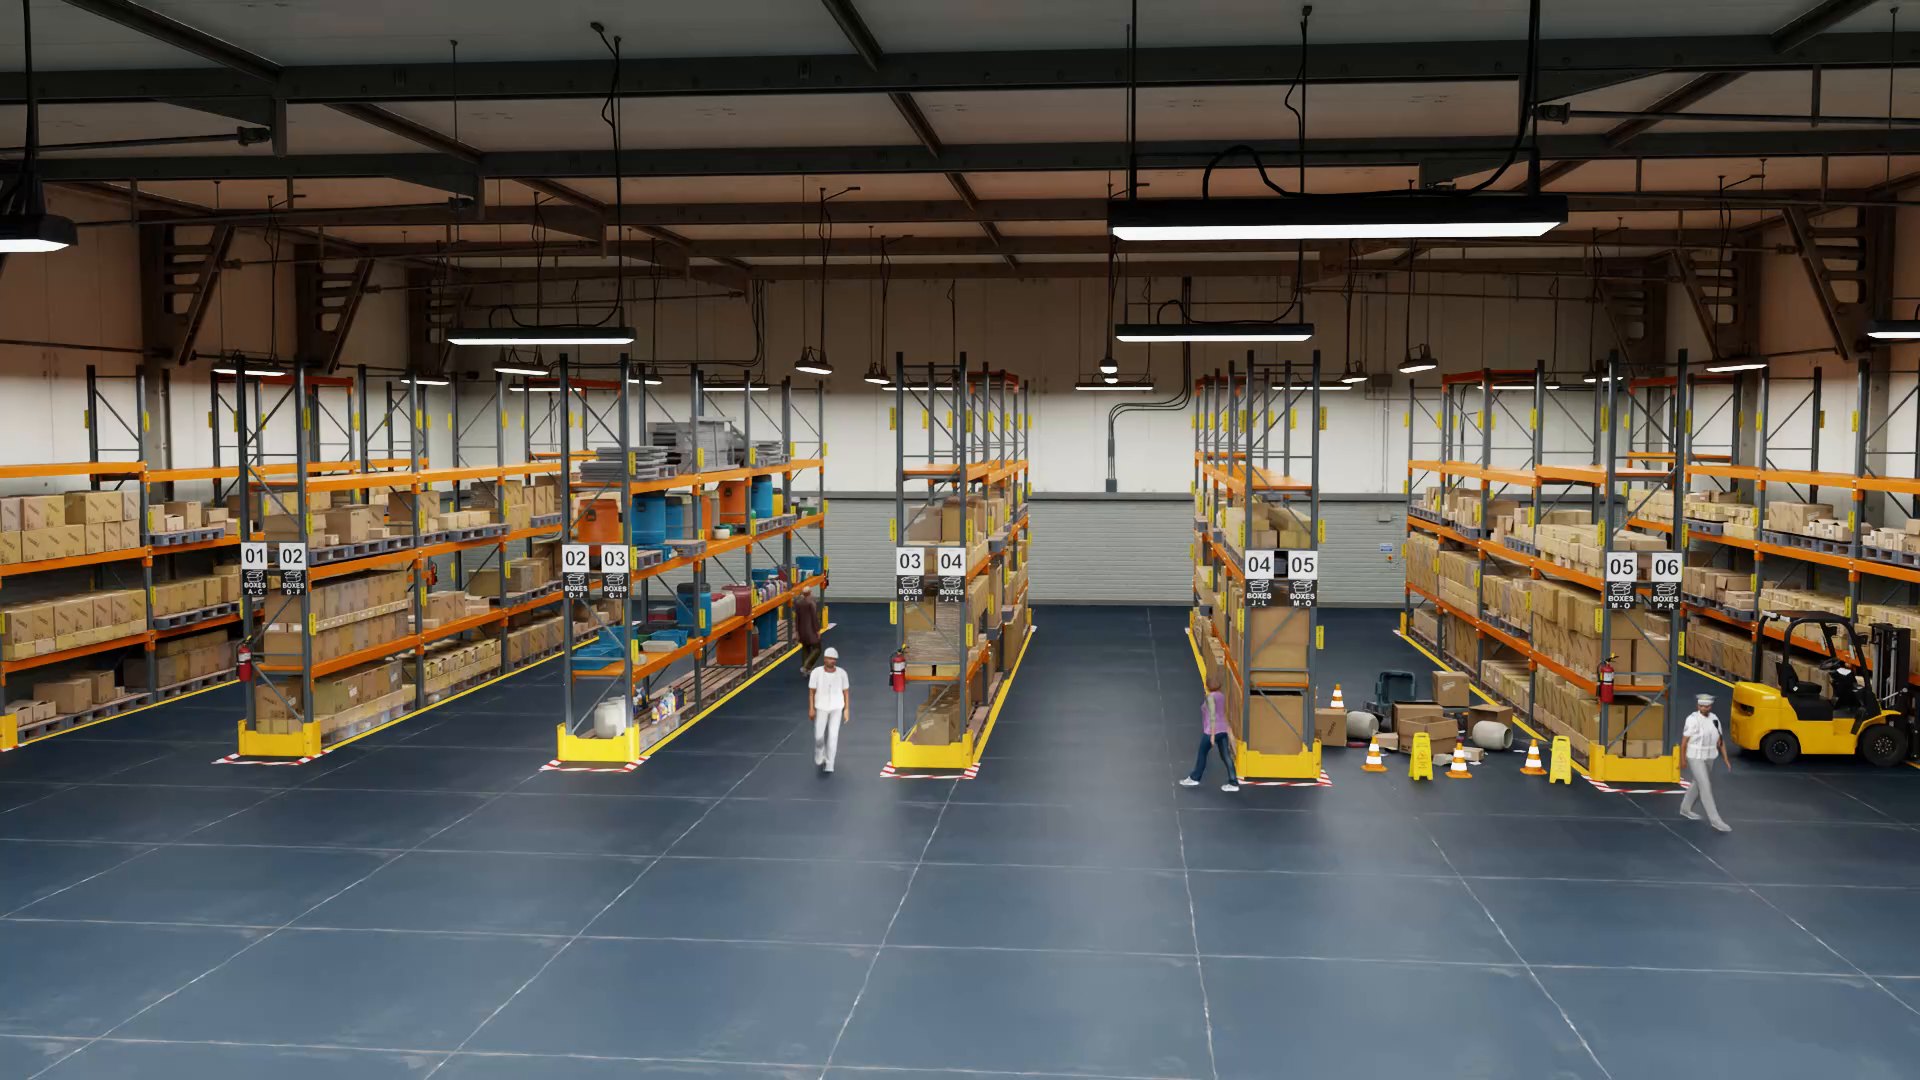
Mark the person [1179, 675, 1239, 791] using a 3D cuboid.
[{"bbox_3d":[3.435,2.602,22.589,0.438,1.541,0.901,-4,6,-44],"label":"person"}]

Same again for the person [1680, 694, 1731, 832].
[{"bbox_3d":[9.215,2.706,20.520,0.473,1.634,0.917,-1,4,-19],"label":"person"}]

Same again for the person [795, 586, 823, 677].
[{"bbox_3d":[-3.003,1.803,32.581,0.627,1.778,0.573,3,5,40],"label":"person"}]

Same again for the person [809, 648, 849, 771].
[{"bbox_3d":[-1.883,2.425,23.871,0.584,1.754,0.621,-1,4,-8],"label":"person"}]

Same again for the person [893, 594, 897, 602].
[{"bbox_3d":[-1.150,1.671,35.920,0.582,1.568,0.739,1,4,17],"label":"person"}]
